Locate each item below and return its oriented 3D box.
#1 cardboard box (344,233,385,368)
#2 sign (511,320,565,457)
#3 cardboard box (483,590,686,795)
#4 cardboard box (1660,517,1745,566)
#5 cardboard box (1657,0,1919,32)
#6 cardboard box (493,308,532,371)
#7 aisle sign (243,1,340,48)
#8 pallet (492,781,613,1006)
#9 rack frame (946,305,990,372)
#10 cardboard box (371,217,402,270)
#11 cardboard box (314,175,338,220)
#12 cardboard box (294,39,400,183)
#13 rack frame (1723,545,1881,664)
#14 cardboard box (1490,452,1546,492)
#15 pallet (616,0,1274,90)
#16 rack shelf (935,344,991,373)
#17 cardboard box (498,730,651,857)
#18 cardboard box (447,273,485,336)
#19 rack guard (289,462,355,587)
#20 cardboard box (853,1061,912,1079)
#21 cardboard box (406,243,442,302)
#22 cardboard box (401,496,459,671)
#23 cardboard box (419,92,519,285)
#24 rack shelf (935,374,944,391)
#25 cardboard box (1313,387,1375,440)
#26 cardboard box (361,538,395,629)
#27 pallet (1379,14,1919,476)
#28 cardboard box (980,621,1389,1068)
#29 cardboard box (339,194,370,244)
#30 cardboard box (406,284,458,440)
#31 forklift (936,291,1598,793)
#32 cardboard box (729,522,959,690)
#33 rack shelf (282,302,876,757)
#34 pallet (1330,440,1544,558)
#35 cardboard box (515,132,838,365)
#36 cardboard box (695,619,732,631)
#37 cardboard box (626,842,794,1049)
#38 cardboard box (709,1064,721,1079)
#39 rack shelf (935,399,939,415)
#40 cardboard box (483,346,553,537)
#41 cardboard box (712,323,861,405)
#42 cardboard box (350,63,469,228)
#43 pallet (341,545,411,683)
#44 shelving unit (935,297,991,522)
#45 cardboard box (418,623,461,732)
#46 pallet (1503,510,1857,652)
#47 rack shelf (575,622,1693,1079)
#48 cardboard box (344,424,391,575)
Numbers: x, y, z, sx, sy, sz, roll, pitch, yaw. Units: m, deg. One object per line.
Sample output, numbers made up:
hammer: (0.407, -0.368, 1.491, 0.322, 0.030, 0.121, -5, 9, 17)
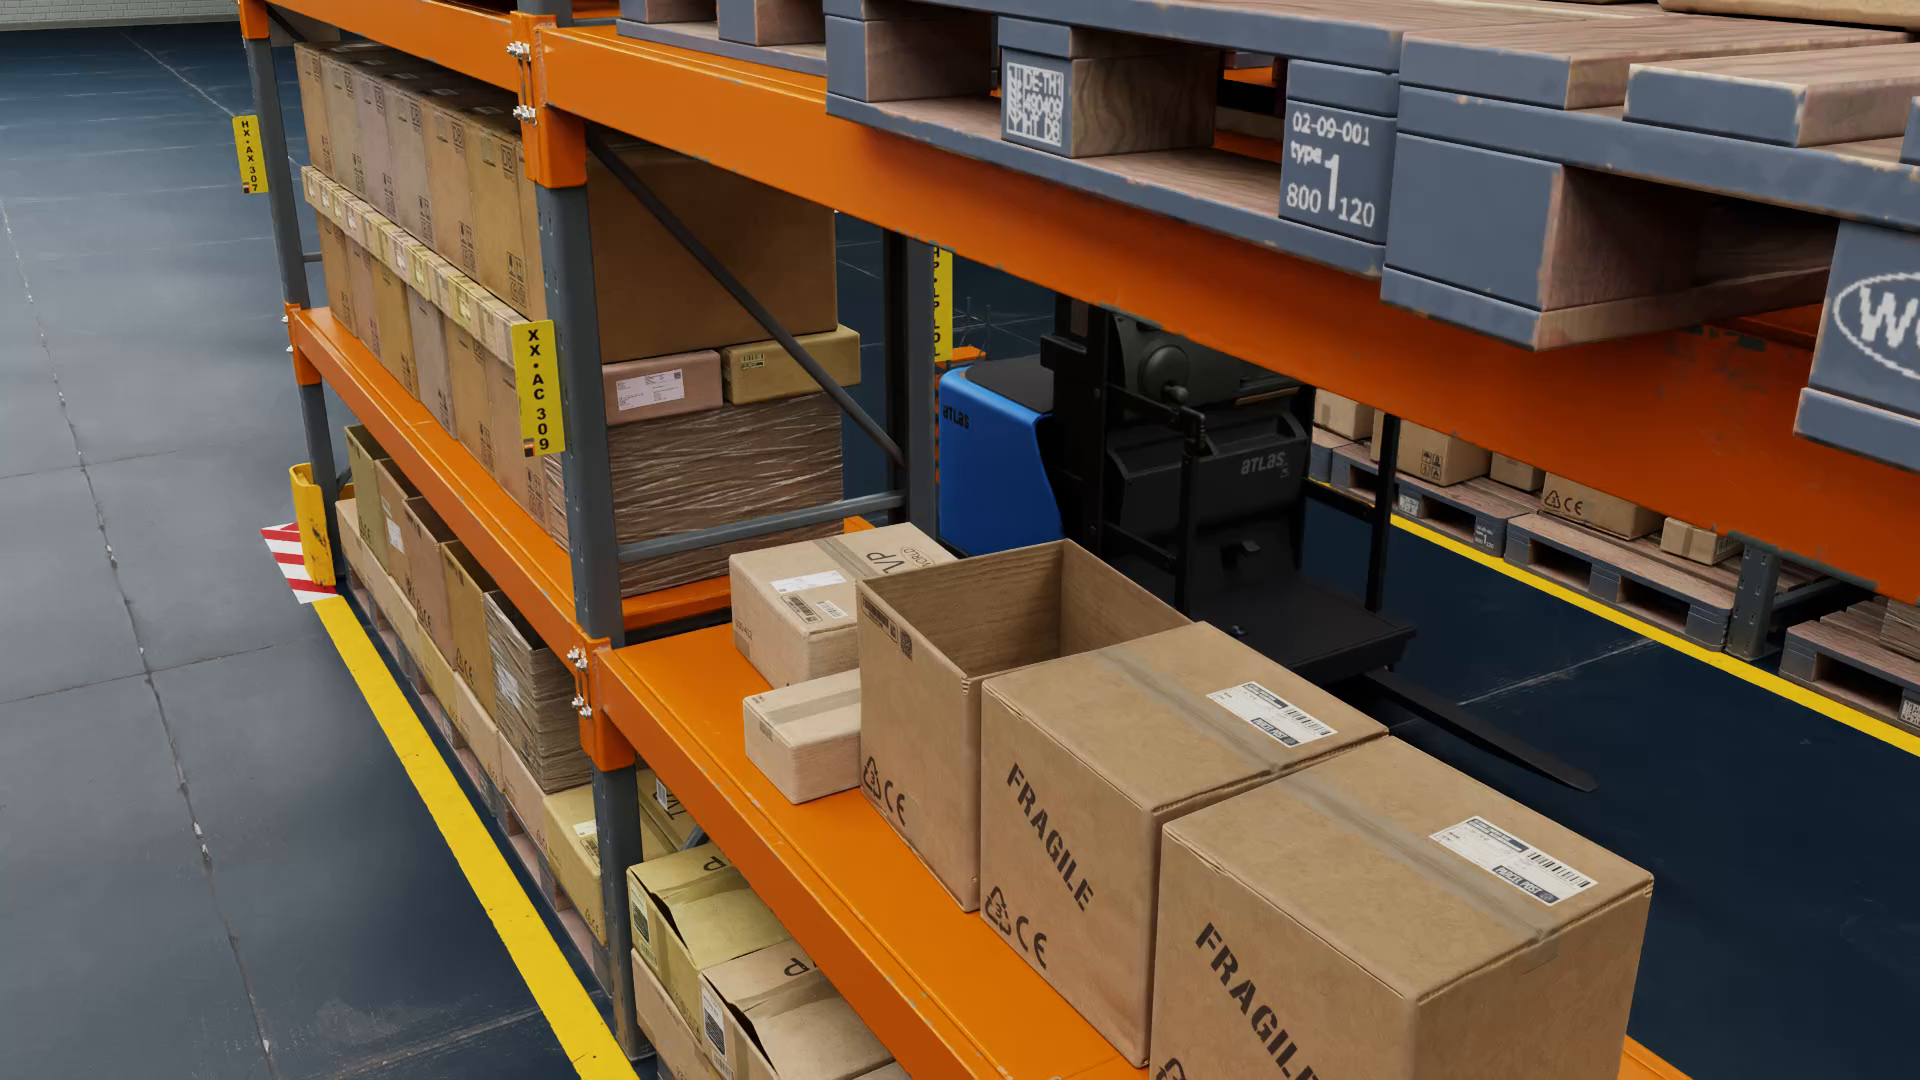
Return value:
cardboard box: (-2.070, -1.047, 6.770, 0.700, 0.500, 0.500, -12, 25, -27)
sign: (-1.003, -0.359, 3.956, 0.100, 0.325, 0.005, -13, 25, -28)
cardboard box: (-1.197, 0.431, 5.364, 0.500, 0.500, 0.500, -13, 25, -28)
cardboard box: (3.431, -0.041, 7.607, 0.380, 0.166, 0.250, -17, 27, -35)
cardboard box: (0.953, -0.550, 1.340, 0.500, 0.250, 0.500, -12, 25, -27)
cardboard box: (-1.110, -0.587, 4.777, 0.380, 0.149, 0.250, -13, 26, -30)
aisle sign: (-2.867, -2.490, 7.001, 0.394, 0.787, 0.004, -13, 25, -28)
pallet: (-0.897, 0.998, 5.576, 1.003, 0.211, 1.213, -13, 25, -28)
rack frame: (0.039, -0.531, 8.024, 0.240, 1.200, 0.006, -13, 25, -28)
cardboard box: (-1.895, -1.085, 6.003, 0.380, 0.149, 0.250, -13, 25, -29)
cardboard box: (-2.417, -1.417, 6.819, 0.380, 0.149, 0.250, -13, 26, -30)
cardboard box: (-2.315, -1.800, 6.900, 0.700, 0.500, 0.500, -13, 25, -28)
rack frame: (3.730, -0.982, 6.745, 1.000, 3.000, 0.127, -13, 25, -28)
cardboard box: (2.930, -0.387, 8.482, 0.380, 0.149, 0.250, -15, 26, -32)
pallet: (-0.065, -1.046, 3.172, 0.805, 0.209, 1.217, -14, 26, -30)
rack shelf: (-0.007, -0.853, 7.978, 0.258, 0.103, 0.180, -13, 25, -28)
cardboard box: (-1.198, 0.779, 5.505, 0.500, 0.250, 0.500, -13, 25, -28)
cardboard box: (-1.368, -0.752, 5.183, 0.380, 0.149, 0.250, -13, 25, -28)
rack guard: (-2.582, -0.173, 8.073, 1.175, 0.500, 0.348, -13, 25, -28)
cardboard box: (-0.013, 1.303, 3.471, 0.500, 0.311, 0.500, -14, 26, -30)
cardboard box: (-1.635, -0.919, 5.594, 0.380, 0.149, 0.250, -12, 25, -27)
cardboard box: (-1.723, 0.111, 6.152, 0.500, 0.500, 0.500, -13, 25, -28)
cardboard box: (-1.273, -1.144, 5.286, 0.700, 0.500, 0.500, -13, 25, -28)
rack shelf: (-0.007, -0.742, 8.023, 0.258, 0.103, 0.180, -13, 25, -28)
cardboard box: (2.254, -0.810, 9.306, 0.500, 0.311, 0.500, -10, 24, -24)
cardboard box: (-2.228, 0.134, 7.093, 0.500, 0.250, 0.500, -13, 25, -28)
pallet: (1.093, -0.238, 1.181, 1.213, 0.211, 1.003, -11, 25, -26)
cardboard box: (0.377, 0.510, 2.941, 0.500, 0.500, 0.500, -13, 25, -28)
cardboard box: (-2.164, -1.253, 6.417, 0.380, 0.149, 0.250, -13, 26, -29)
cardboard box: (-1.549, -0.715, 5.955, 0.700, 0.500, 0.500, -12, 25, -27)
forklift: (1.094, -0.730, 6.214, 1.130, 2.935, 3.031, -13, 26, -29)
cardboard box: (-0.237, 0.192, 4.054, 0.500, 0.250, 0.500, -11, 25, -25)
rack shelf: (-1.548, -0.342, 6.126, 1.077, 0.370, 4.000, -13, 25, -28)
pallet: (2.730, -0.296, 8.760, 1.003, 0.211, 1.213, -13, 25, -28)
cardboard box: (-0.759, -0.818, 4.485, 0.700, 0.500, 0.500, -12, 25, -28)
cardboard box: (-0.494, 0.493, 5.212, 0.500, 0.500, 0.500, -13, 25, -28)
cardboard box: (-0.529, 0.973, 4.283, 0.500, 0.311, 0.500, -13, 25, -28)
cardboard box: (-0.273, 1.395, 3.990, 0.500, 0.250, 0.500, -12, 25, -27)
rack shelf: (-0.007, -0.631, 8.069, 0.258, 0.103, 0.180, -13, 25, -28)
cardboard box: (-1.034, -0.386, 5.146, 0.700, 0.500, 0.500, -13, 25, -29)
cardboard box: (-0.497, -0.499, 4.562, 0.380, 0.149, 0.250, -13, 25, -28)
cardboard box: (-1.784, -1.467, 6.083, 0.700, 0.500, 0.500, -12, 25, -28)
pallet: (-2.143, 0.208, 7.519, 1.003, 0.211, 1.213, -13, 25, -28)
shelving unit: (-0.007, -0.561, 8.097, 0.258, 1.200, 0.189, -13, 25, -28)
cardboard box: (-1.722, 0.458, 6.294, 0.500, 0.250, 0.500, -13, 25, -28)
pallet: (3.357, 0.099, 7.788, 1.003, 0.211, 1.213, -13, 25, -28)
rack shelf: (0.495, 0.952, 2.940, 1.077, 0.370, 4.000, -13, 25, -28)
cardboard box: (-2.230, -0.213, 6.951, 0.500, 0.500, 0.500, -13, 25, -28)
